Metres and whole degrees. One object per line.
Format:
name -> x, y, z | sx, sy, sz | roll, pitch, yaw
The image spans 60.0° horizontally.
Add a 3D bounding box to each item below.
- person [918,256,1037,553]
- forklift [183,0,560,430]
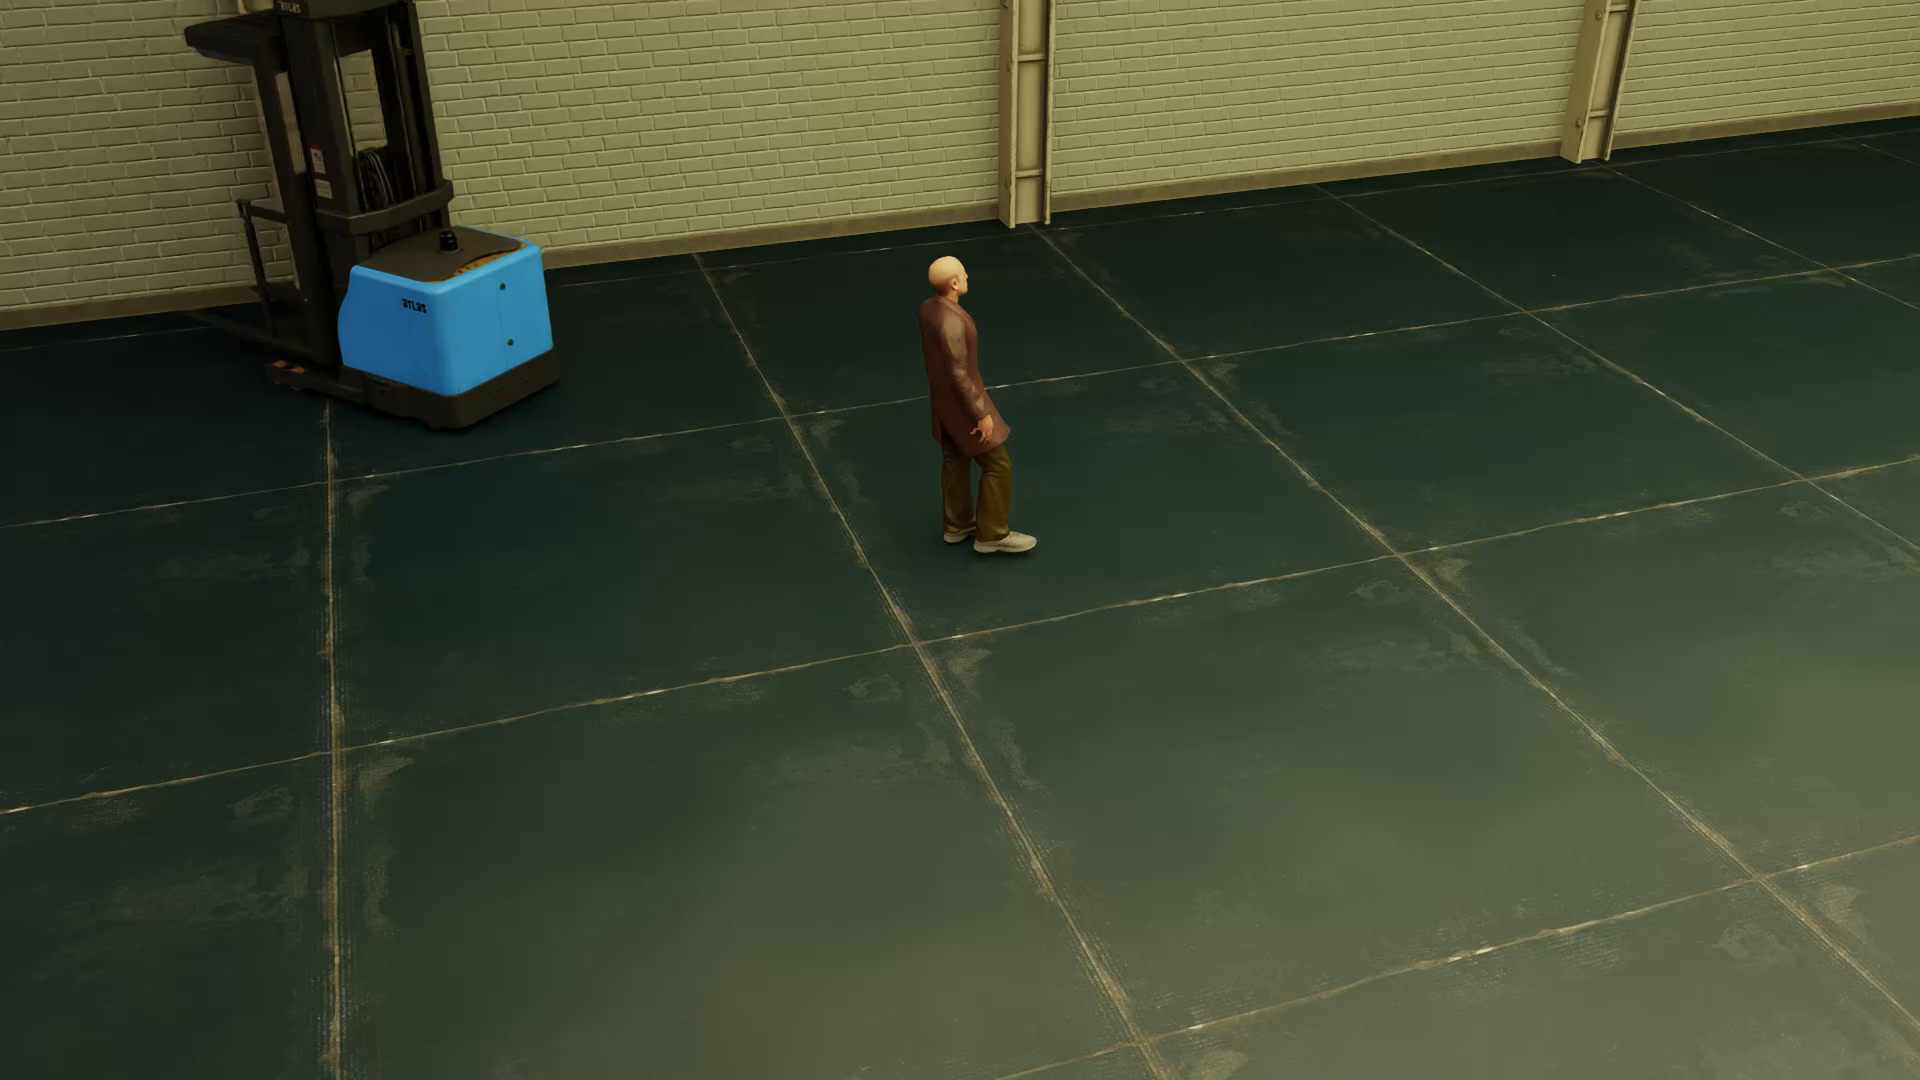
person -> 0.088, -0.789, 9.600 | 0.583, 1.775, 0.696 | -10, 31, -16
forklift -> -4.396, -2.547, 11.514 | 3.031, 2.935, 1.130 | 17, 34, 26
